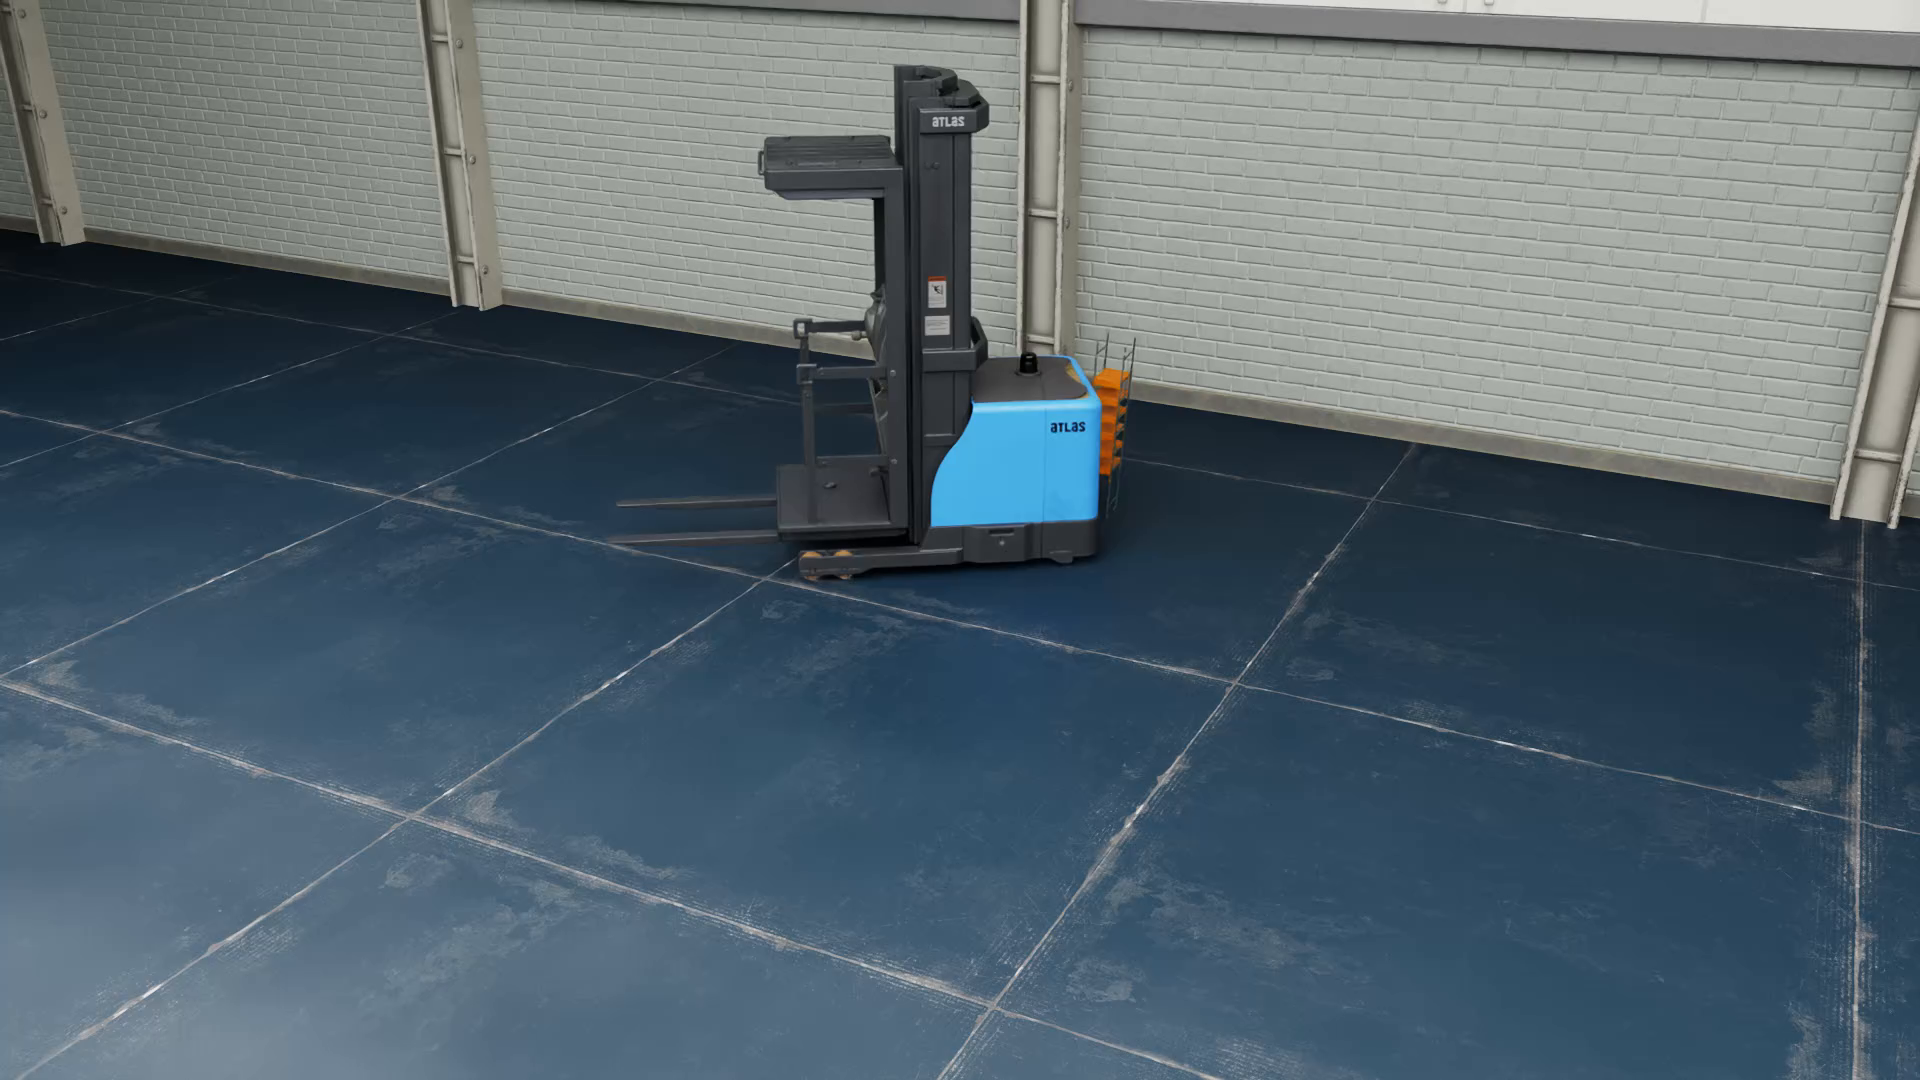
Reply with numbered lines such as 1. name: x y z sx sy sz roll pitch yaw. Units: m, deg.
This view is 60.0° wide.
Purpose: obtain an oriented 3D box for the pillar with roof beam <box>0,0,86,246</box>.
1. pillar with roof beam: -11.961 -5.977 13.306 0.400 9.000 9.100 11 25 25

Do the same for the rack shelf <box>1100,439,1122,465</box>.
1. rack shelf: 0.958 -0.595 11.020 0.180 0.103 0.258 13 26 18

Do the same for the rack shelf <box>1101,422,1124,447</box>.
1. rack shelf: 0.966 -0.704 10.970 0.180 0.103 0.258 13 26 18

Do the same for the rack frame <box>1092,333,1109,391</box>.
1. rack frame: 0.884 -0.763 10.981 0.006 1.200 0.240 13 26 18

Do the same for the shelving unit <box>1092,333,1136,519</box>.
1. shelving unit: 0.969 -0.744 10.952 0.189 1.200 0.258 13 26 18

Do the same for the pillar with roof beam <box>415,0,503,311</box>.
1. pillar with roof beam: -6.607 -4.918 10.815 0.400 9.000 9.100 11 25 25

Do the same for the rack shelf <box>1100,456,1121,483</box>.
1. rack shelf: 0.950 -0.486 11.070 0.180 0.103 0.258 13 26 18

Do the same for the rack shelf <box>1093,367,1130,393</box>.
1. rack shelf: 0.990 -1.030 10.821 0.180 0.103 0.258 13 26 18

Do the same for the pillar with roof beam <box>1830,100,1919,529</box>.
1. pillar with roof beam: 4.103 -2.799 5.832 0.400 9.000 9.100 11 25 25

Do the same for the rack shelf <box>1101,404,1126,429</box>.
1. rack shelf: 0.974 -0.812 10.921 0.180 0.103 0.258 13 26 18

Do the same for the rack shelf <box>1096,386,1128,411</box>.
1. rack shelf: 0.982 -0.921 10.871 0.180 0.103 0.258 13 26 18

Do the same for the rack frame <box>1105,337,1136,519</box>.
1. rack frame: 1.054 -0.725 10.923 0.006 1.200 0.240 13 26 18

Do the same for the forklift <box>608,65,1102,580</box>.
1. forklift: -0.681 -1.324 10.118 3.031 2.935 1.130 -2 23 -6

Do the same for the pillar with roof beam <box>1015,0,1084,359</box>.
1. pillar with roof beam: -1.252 -3.858 8.323 0.400 9.000 9.100 11 25 25
